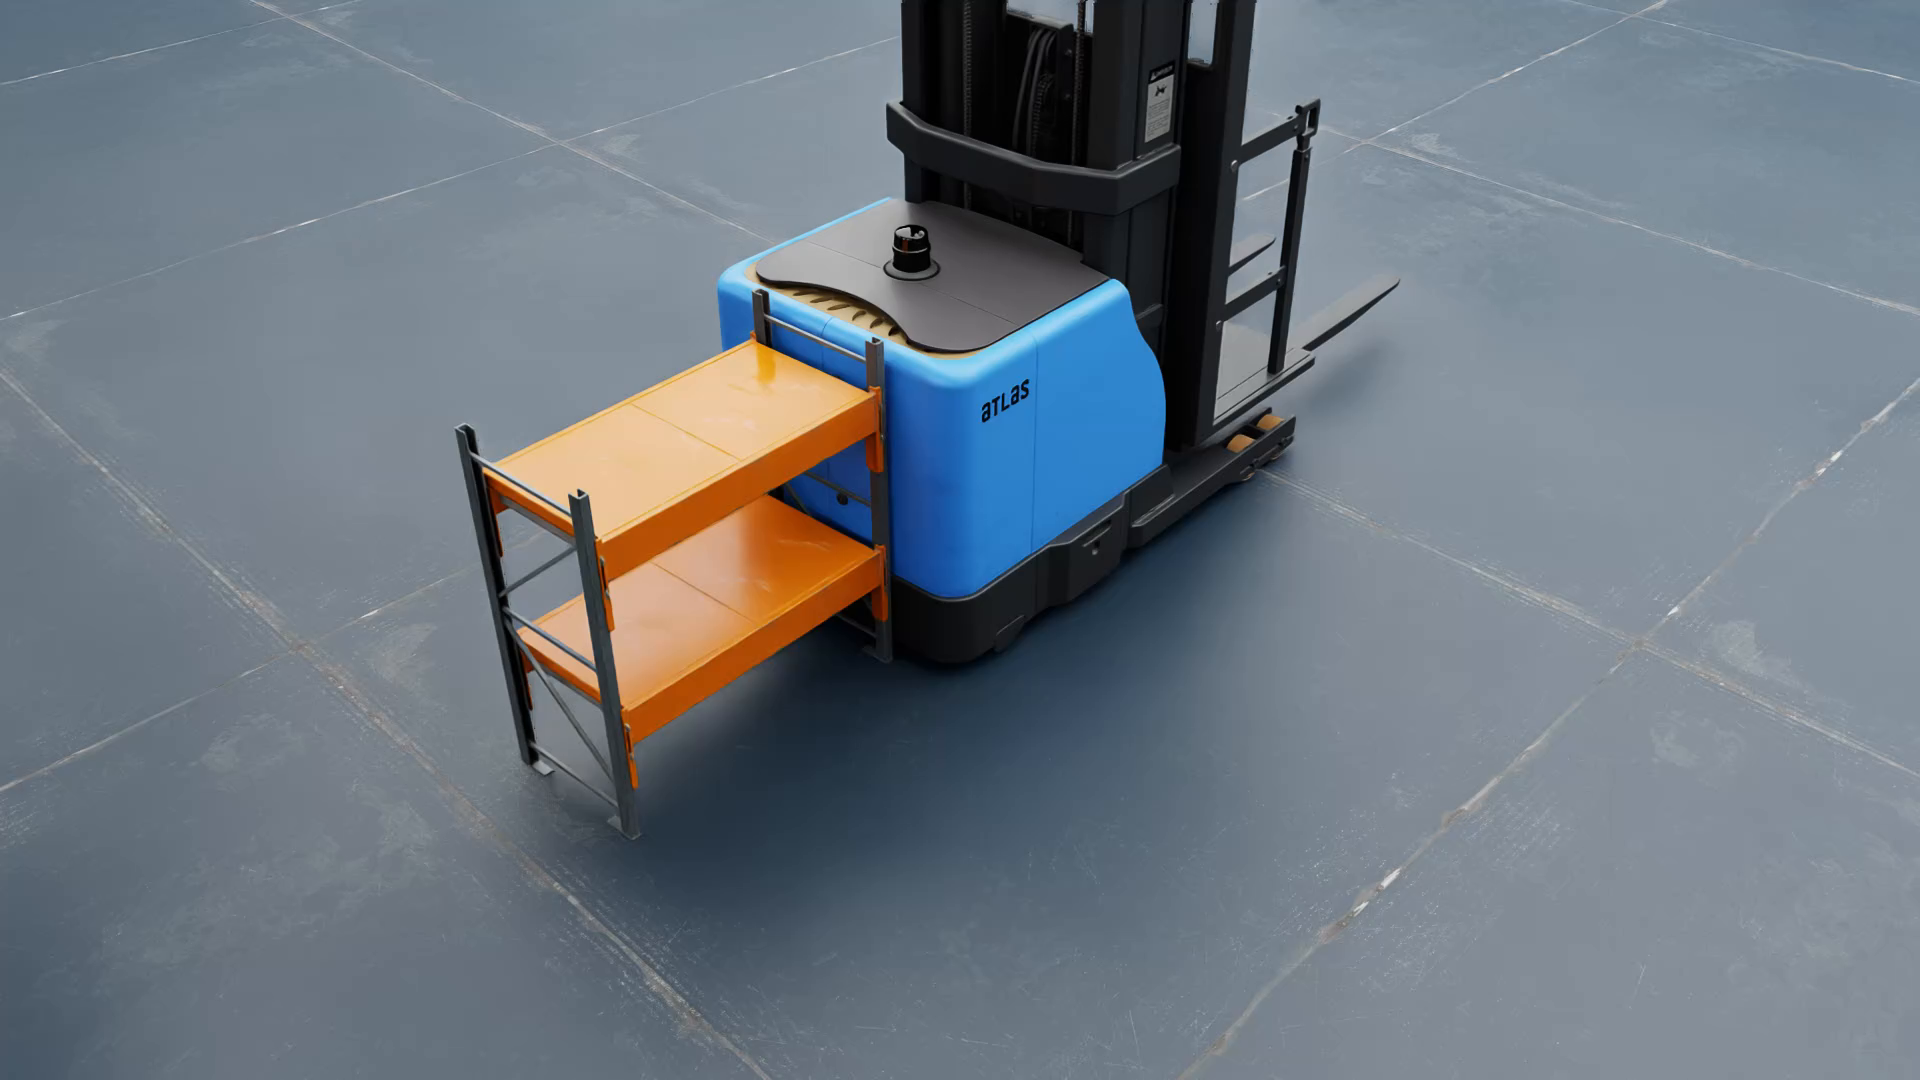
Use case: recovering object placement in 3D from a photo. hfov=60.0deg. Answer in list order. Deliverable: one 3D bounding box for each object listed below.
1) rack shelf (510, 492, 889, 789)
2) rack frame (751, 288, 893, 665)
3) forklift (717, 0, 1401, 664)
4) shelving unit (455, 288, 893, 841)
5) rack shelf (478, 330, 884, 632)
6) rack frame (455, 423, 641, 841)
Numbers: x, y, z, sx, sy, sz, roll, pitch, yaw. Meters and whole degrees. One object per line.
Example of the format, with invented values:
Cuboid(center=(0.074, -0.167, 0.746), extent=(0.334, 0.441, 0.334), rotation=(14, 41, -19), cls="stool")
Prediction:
Cuboid(center=(-0.742, 0.247, 4.840), extent=(0.538, 0.278, 1.000), rotation=(27, 43, 33), cls="rack shelf")
Cuboid(center=(-0.407, -0.173, 5.014), extent=(0.500, 1.125, 0.032), rotation=(27, 43, 33), cls="rack frame")
Cuboid(center=(0.591, -1.588, 5.465), extent=(1.130, 2.935, 3.031), rotation=(27, 43, 33), cls="forklift")
Cuboid(center=(-0.742, 0.046, 4.700), extent=(0.538, 1.125, 1.048), rotation=(27, 43, 33), cls="shelving unit")
Cuboid(center=(-0.742, -0.194, 4.533), extent=(0.538, 0.278, 1.000), rotation=(27, 43, 33), cls="rack shelf")
Cuboid(center=(-1.076, 0.265, 4.386), extent=(0.500, 1.125, 0.032), rotation=(27, 43, 33), cls="rack frame")
